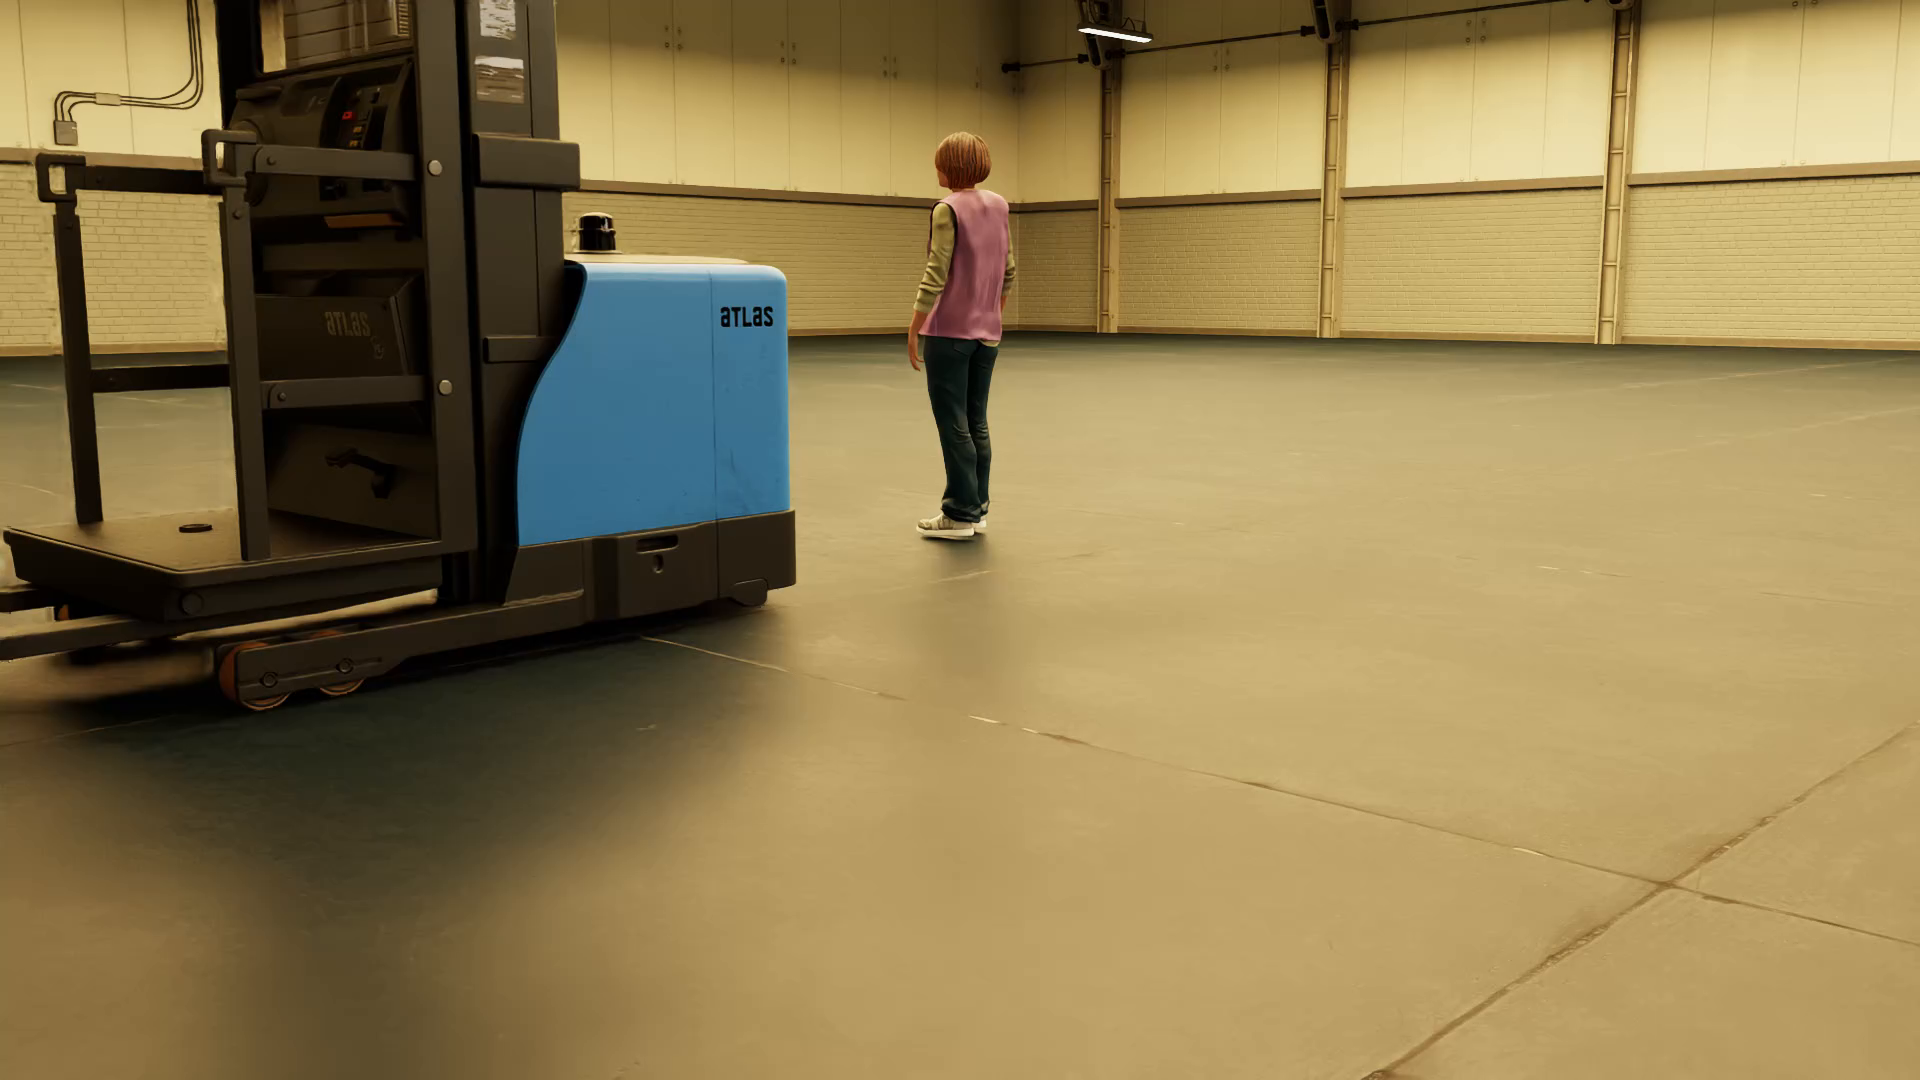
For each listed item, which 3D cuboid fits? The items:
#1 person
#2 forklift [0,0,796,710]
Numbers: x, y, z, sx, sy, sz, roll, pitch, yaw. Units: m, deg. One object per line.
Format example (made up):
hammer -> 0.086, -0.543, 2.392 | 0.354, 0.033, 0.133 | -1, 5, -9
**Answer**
person -> -0.043, -0.806, 6.658 | 0.475, 1.596, 0.520 | 8, 12, 43
forklift -> -1.879, -1.124, 4.338 | 1.130, 2.935, 3.031 | 8, 11, 41
